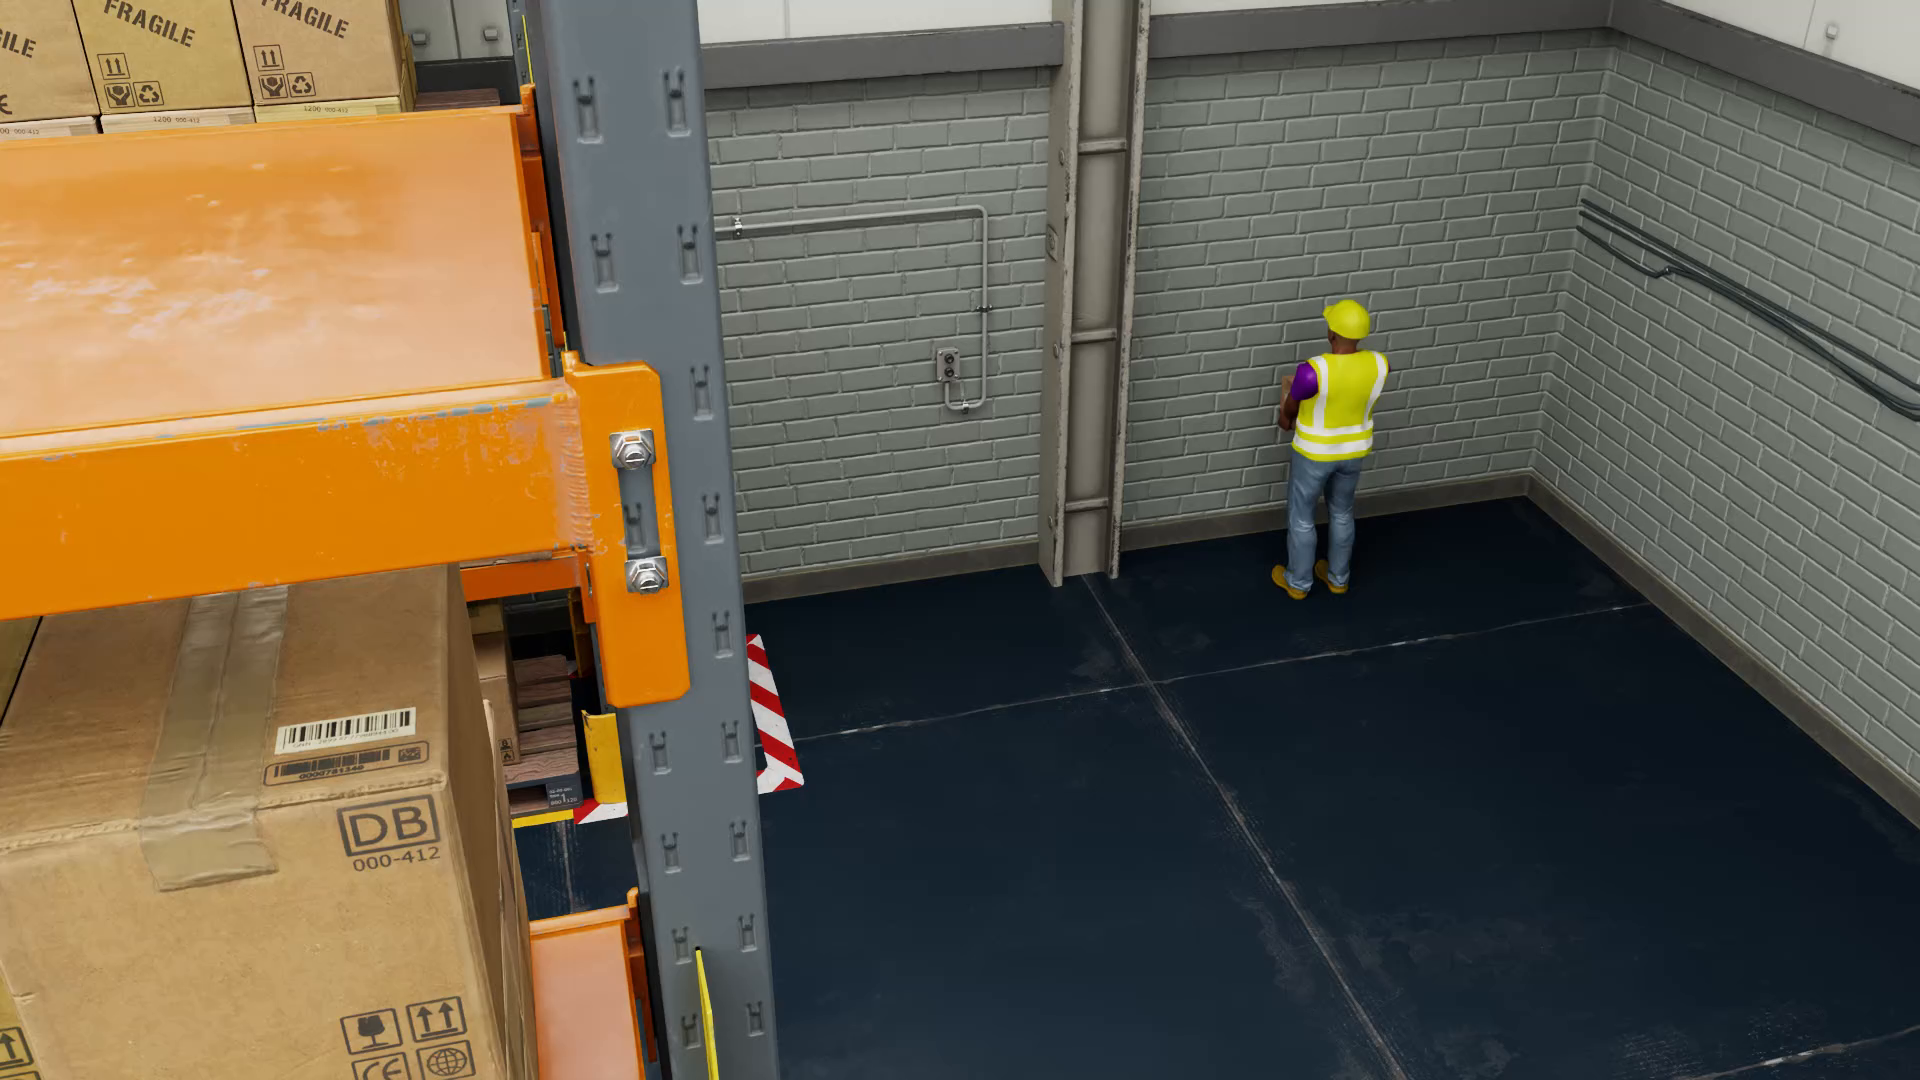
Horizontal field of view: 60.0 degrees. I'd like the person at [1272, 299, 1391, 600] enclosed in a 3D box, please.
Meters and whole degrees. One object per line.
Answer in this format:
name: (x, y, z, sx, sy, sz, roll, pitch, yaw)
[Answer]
person: (1.957, -0.533, 9.033, 0.503, 1.761, 0.587, -8, 31, -13)
